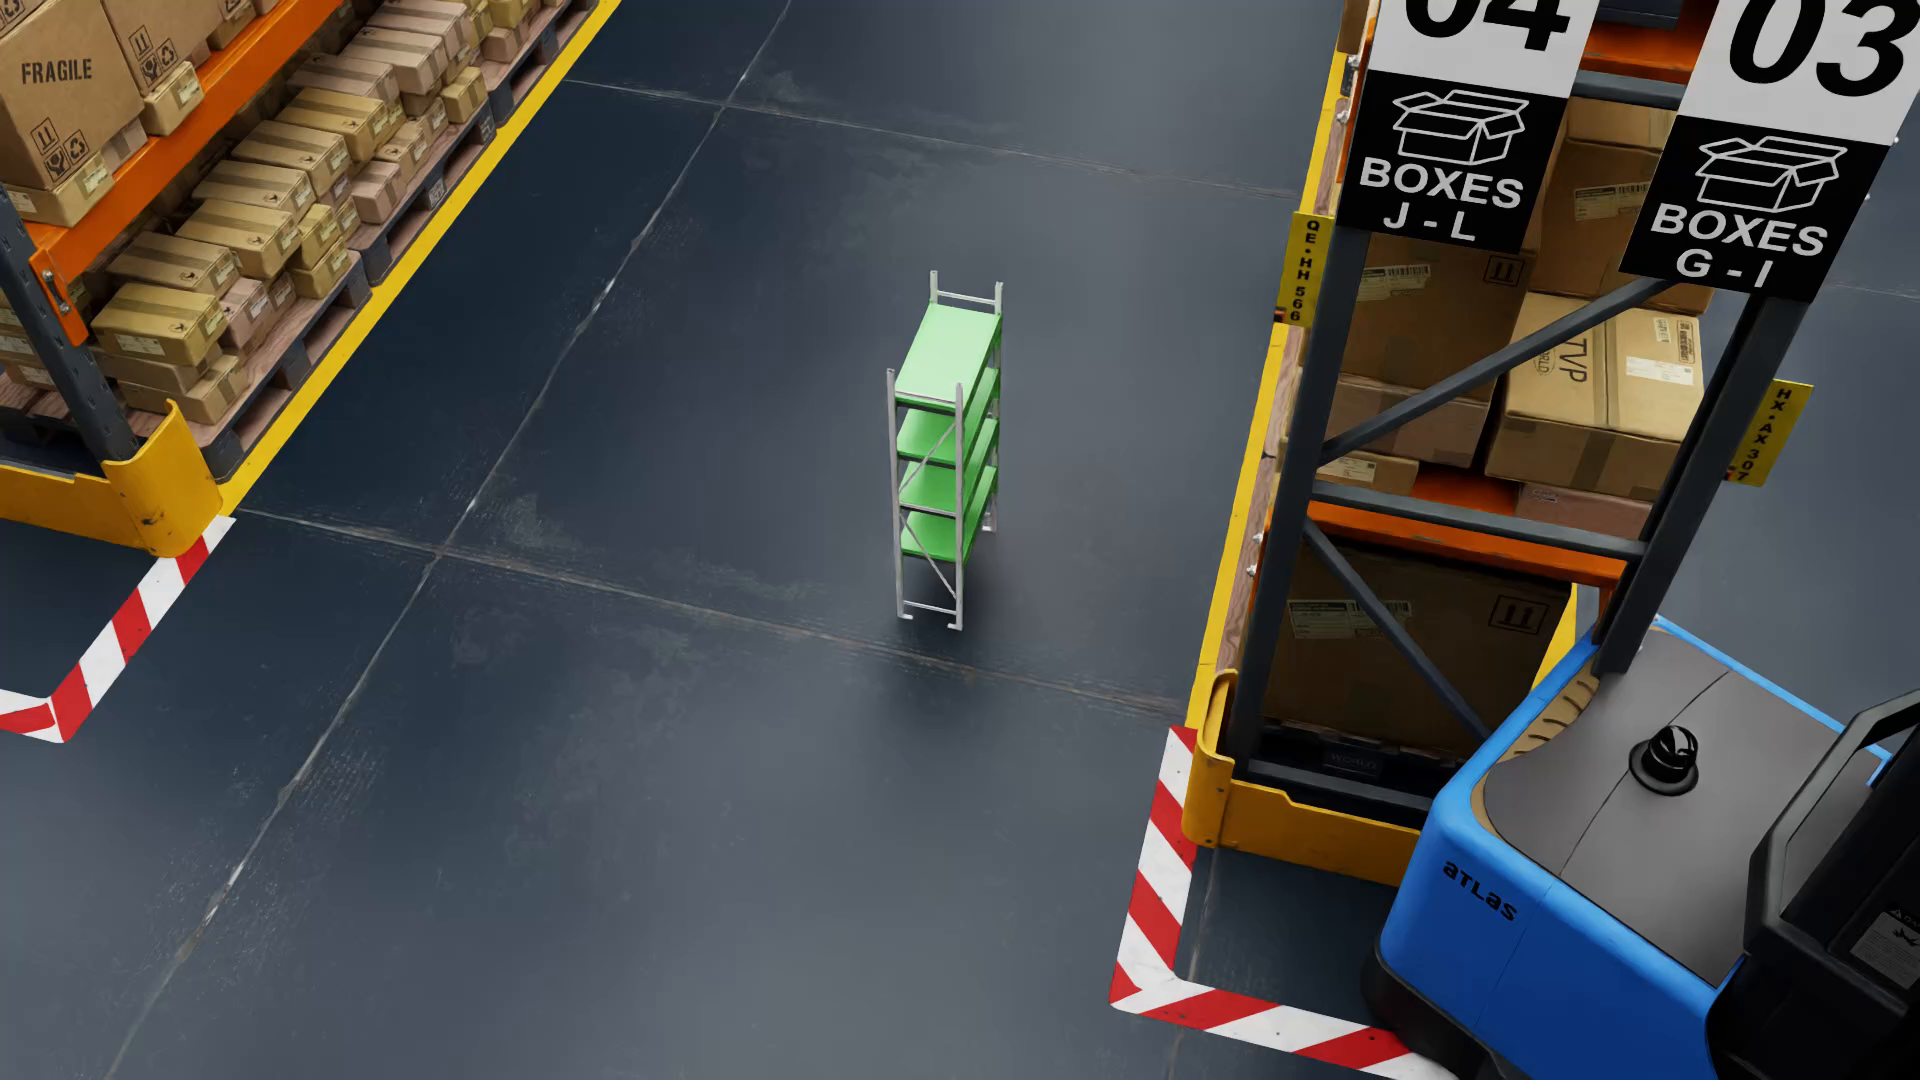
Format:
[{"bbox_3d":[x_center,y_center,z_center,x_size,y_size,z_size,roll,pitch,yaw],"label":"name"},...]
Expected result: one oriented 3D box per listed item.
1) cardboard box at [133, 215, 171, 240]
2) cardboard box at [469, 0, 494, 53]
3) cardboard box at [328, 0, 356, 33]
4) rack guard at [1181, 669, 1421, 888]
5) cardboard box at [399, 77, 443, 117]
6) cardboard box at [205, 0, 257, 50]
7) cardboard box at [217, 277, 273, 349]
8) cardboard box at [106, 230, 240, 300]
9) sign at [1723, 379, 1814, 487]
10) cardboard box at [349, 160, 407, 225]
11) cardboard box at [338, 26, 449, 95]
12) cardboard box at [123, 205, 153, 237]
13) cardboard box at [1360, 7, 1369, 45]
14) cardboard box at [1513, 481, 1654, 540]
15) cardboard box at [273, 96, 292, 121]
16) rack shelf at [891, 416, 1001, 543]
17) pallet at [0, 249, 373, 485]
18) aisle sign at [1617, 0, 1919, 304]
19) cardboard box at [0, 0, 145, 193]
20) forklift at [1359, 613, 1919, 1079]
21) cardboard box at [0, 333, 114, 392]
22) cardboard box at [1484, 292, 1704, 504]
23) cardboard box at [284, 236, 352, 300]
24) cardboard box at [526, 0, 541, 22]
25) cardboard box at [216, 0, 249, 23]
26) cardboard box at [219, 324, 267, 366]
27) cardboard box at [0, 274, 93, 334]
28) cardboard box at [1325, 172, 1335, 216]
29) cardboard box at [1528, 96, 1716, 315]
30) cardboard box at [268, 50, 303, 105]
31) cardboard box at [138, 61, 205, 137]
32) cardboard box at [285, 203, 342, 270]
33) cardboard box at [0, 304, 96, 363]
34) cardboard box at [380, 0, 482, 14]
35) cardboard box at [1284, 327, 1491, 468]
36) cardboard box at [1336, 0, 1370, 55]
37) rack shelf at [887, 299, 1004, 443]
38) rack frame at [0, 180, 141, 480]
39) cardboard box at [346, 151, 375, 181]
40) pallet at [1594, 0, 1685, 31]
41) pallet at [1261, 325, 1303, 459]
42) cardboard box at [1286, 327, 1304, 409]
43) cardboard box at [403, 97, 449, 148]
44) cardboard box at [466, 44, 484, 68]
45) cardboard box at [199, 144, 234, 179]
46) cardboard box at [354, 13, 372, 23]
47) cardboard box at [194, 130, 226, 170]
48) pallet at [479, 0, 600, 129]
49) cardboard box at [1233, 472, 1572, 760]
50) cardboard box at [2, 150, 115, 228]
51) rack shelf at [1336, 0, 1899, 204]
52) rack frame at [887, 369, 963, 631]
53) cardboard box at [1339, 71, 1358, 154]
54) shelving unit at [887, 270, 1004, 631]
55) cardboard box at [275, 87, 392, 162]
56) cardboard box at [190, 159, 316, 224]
[{"bbox_3d":[-3.438,-1.206,6.737,0.380,0.149,0.250,10,49,8],"label":"cardboard box"},{"bbox_3d":[-2.434,-2.437,7.823,0.380,0.149,0.250,12,50,10],"label":"cardboard box"},{"bbox_3d":[-3.016,-2.434,7.622,0.380,0.149,0.250,13,50,11],"label":"cardboard box"},{"bbox_3d":[1.315,0.799,5.212,1.175,0.500,0.348,12,50,10],"label":"rack guard"},{"bbox_3d":[-2.572,-2.059,7.489,0.380,0.149,0.250,9,49,8],"label":"cardboard box"},{"bbox_3d":[-2.855,-1.966,6.152,0.380,0.149,0.250,11,50,10],"label":"cardboard box"},{"bbox_3d":[-2.925,-0.907,6.473,0.380,0.149,0.250,11,50,10],"label":"cardboard box"},{"bbox_3d":[-3.015,-1.025,6.379,0.380,0.149,0.250,12,50,11],"label":"cardboard box"},{"bbox_3d":[1.855,-0.245,3.835,0.100,0.325,0.005,12,50,10],"label":"sign"},{"bbox_3d":[-2.644,-1.525,7.217,0.380,0.149,0.250,9,49,8],"label":"cardboard box"},{"bbox_3d":[-2.499,-2.117,7.342,0.380,0.149,0.250,10,49,9],"label":"cardboard box"},{"bbox_3d":[-3.475,-1.306,6.626,0.380,0.149,0.250,11,49,9],"label":"cardboard box"},{"bbox_3d":[1.635,-1.770,5.979,0.380,0.149,0.250,12,50,10],"label":"cardboard box"},{"bbox_3d":[1.733,-0.154,4.553,0.380,0.149,0.250,12,50,10],"label":"cardboard box"},{"bbox_3d":[-3.184,-1.969,7.411,0.380,0.149,0.250,12,50,10],"label":"cardboard box"},{"bbox_3d":[-0.044,-0.235,5.742,0.258,0.148,0.480,12,50,10],"label":"rack shelf"},{"bbox_3d":[-3.169,-0.810,6.825,1.003,0.211,1.213,12,50,10],"label":"pallet"},{"bbox_3d":[1.592,-0.795,3.217,0.394,0.787,0.004,12,50,10],"label":"aisle sign"},{"bbox_3d":[-3.052,-1.499,5.308,0.500,0.500,0.500,14,50,12],"label":"cardboard box"},{"bbox_3d":[2.601,0.929,3.475,3.031,2.935,1.130,36,58,27],"label":"forklift"},{"bbox_3d":[-3.500,-0.715,6.502,0.380,0.149,0.250,12,50,11],"label":"cardboard box"},{"bbox_3d":[1.708,-0.388,4.494,0.500,0.250,0.500,10,49,9],"label":"cardboard box"},{"bbox_3d":[-2.769,-1.159,6.893,0.380,0.149,0.250,12,50,10],"label":"cardboard box"},{"bbox_3d":[-2.308,-2.664,8.222,0.380,0.149,0.250,13,50,11],"label":"cardboard box"},{"bbox_3d":[-2.795,-2.243,5.964,0.500,0.500,0.500,12,50,11],"label":"cardboard box"},{"bbox_3d":[-3.001,-0.814,6.590,0.380,0.149,0.250,11,50,10],"label":"cardboard box"},{"bbox_3d":[-3.542,-0.923,6.289,0.380,0.149,0.250,12,50,10],"label":"cardboard box"},{"bbox_3d":[1.365,-1.024,5.321,0.380,0.149,0.250,11,49,9],"label":"cardboard box"},{"bbox_3d":[1.840,-0.998,4.532,0.500,0.500,0.500,10,49,9],"label":"cardboard box"},{"bbox_3d":[-3.111,-2.050,7.283,0.380,0.149,0.250,12,50,10],"label":"cardboard box"},{"bbox_3d":[-2.886,-1.560,5.794,0.380,0.149,0.250,10,49,9],"label":"cardboard box"},{"bbox_3d":[-2.774,-1.266,6.789,0.380,0.149,0.250,13,50,11],"label":"cardboard box"},{"bbox_3d":[-3.574,-0.830,6.405,0.380,0.149,0.250,10,49,9],"label":"cardboard box"},{"bbox_3d":[-2.458,-2.528,7.705,0.380,0.149,0.250,13,50,11],"label":"cardboard box"},{"bbox_3d":[1.193,-0.497,4.590,0.500,0.250,0.500,11,49,9],"label":"cardboard box"},{"bbox_3d":[2.523,-2.842,7.894,1.225,0.875,0.875,12,50,10],"label":"cardboard box"},{"bbox_3d":[-0.044,-0.553,5.383,0.258,0.148,0.480,12,50,10],"label":"rack shelf"},{"bbox_3d":[-3.437,-1.098,5.218,1.000,3.000,0.127,12,50,10],"label":"rack frame"},{"bbox_3d":[-2.764,-1.681,7.156,0.380,0.149,0.250,14,50,12],"label":"cardboard box"},{"bbox_3d":[1.507,-1.548,3.674,1.003,0.211,1.213,12,50,10],"label":"pallet"},{"bbox_3d":[1.779,-0.596,6.636,1.003,0.211,1.213,12,50,10],"label":"pallet"},{"bbox_3d":[1.164,-0.474,4.835,0.380,0.149,0.250,12,50,10],"label":"cardboard box"},{"bbox_3d":[-2.565,-1.912,7.558,0.380,0.149,0.250,12,50,11],"label":"cardboard box"},{"bbox_3d":[-2.502,-2.294,7.895,0.380,0.149,0.250,10,49,9],"label":"cardboard box"},{"bbox_3d":[-3.315,-1.583,7.069,0.380,0.149,0.250,12,50,11],"label":"cardboard box"},{"bbox_3d":[-2.872,-2.507,7.885,0.380,0.149,0.250,9,49,8],"label":"cardboard box"},{"bbox_3d":[-3.329,-1.686,6.962,0.380,0.149,0.250,13,50,11],"label":"cardboard box"},{"bbox_3d":[-2.527,-2.575,8.382,1.003,0.211,1.213,12,50,10],"label":"pallet"},{"bbox_3d":[1.413,0.040,5.351,0.875,0.875,0.875,12,50,10],"label":"cardboard box"},{"bbox_3d":[-3.036,-1.184,5.462,0.380,0.149,0.250,11,50,10],"label":"cardboard box"},{"bbox_3d":[1.848,-2.247,4.712,1.077,0.370,4.000,12,50,10],"label":"rack shelf"},{"bbox_3d":[-0.108,-0.101,5.539,0.240,1.200,0.015,12,50,10],"label":"rack frame"},{"bbox_3d":[1.461,-1.232,5.239,0.500,0.250,0.500,10,49,9],"label":"cardboard box"},{"bbox_3d":[-0.044,-0.277,5.694,0.258,1.200,0.503,12,50,10],"label":"shelving unit"},{"bbox_3d":[-2.644,-1.758,7.025,0.380,0.149,0.250,12,50,11],"label":"cardboard box"},{"bbox_3d":[-2.840,-1.378,6.690,0.380,0.149,0.250,9,49,8],"label":"cardboard box"}]
